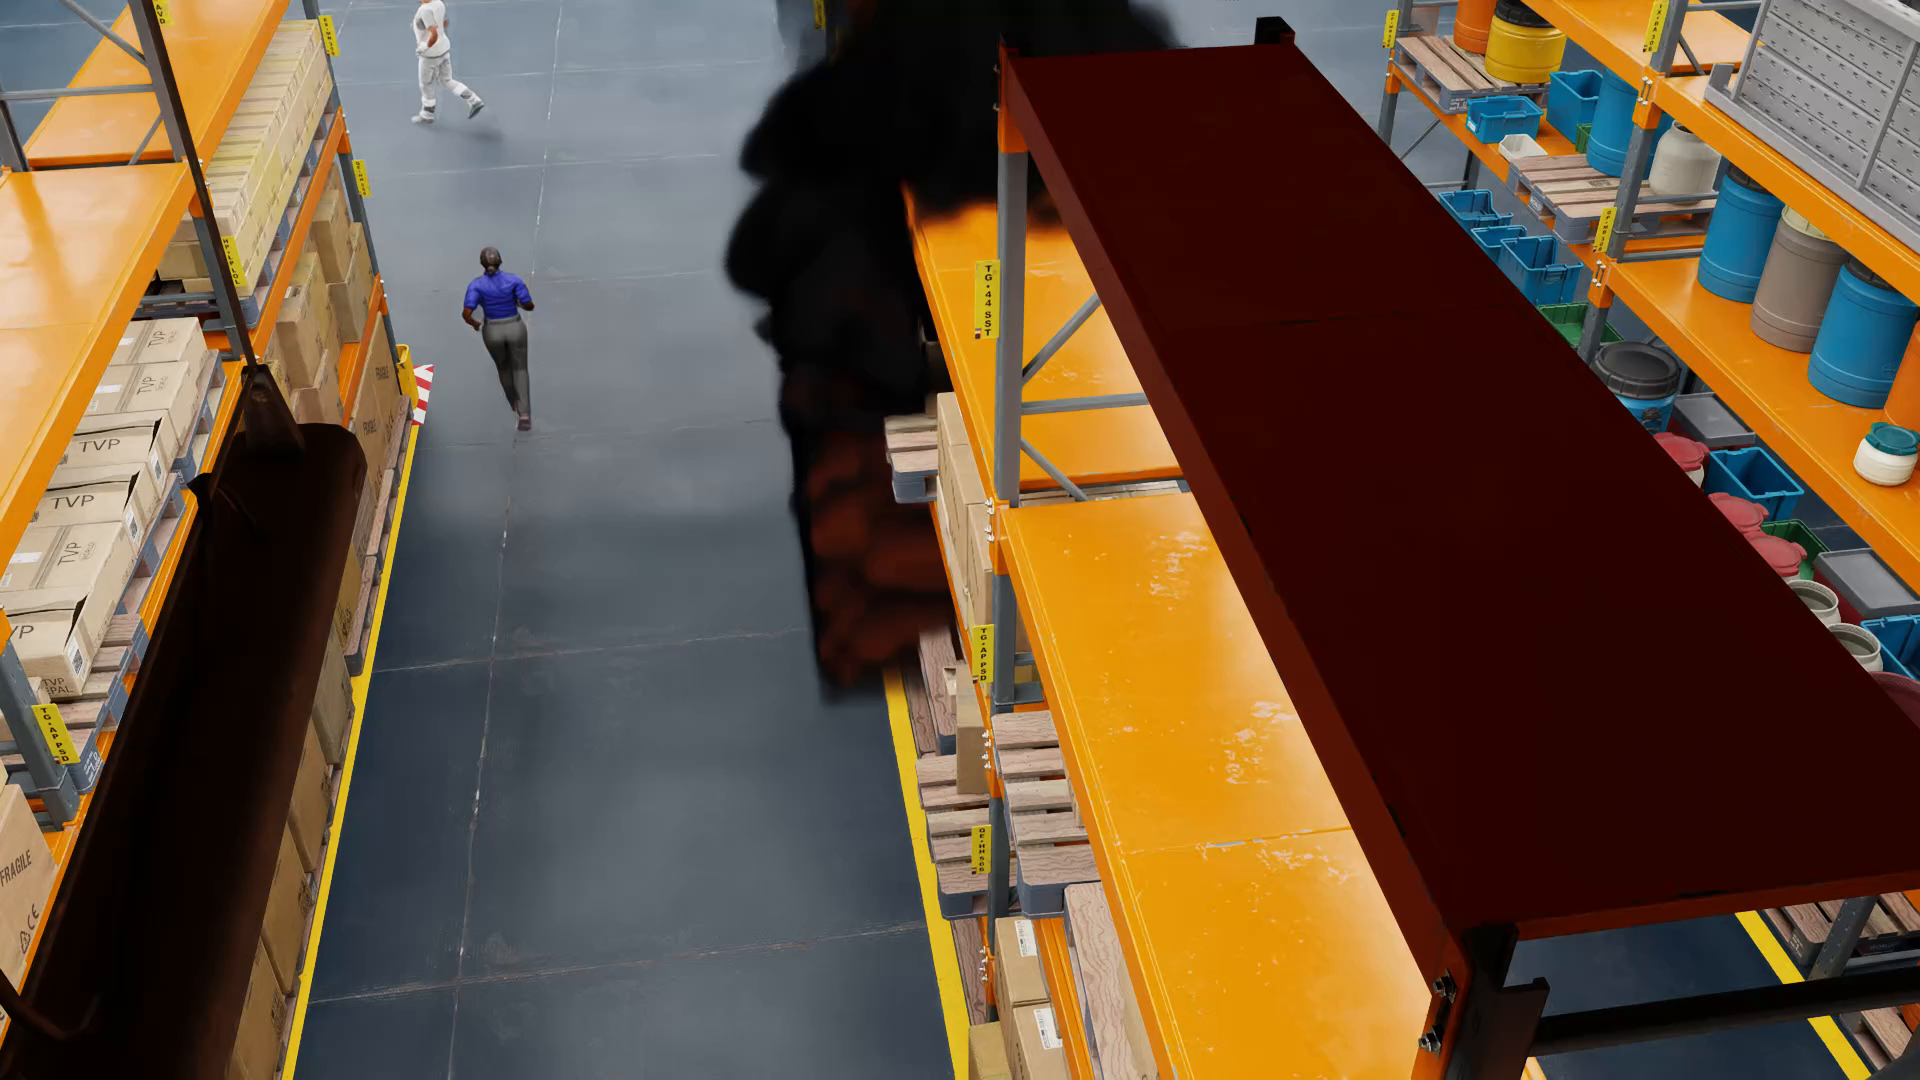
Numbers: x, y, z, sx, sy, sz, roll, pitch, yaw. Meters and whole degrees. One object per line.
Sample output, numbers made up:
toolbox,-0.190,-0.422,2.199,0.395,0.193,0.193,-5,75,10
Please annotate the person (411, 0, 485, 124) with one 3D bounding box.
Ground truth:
person,-6.243,-5.793,19.801,0.985,1.776,0.654,9,37,12

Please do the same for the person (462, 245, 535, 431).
person,-3.809,-1.691,13.908,0.579,1.655,0.784,-9,37,-12
